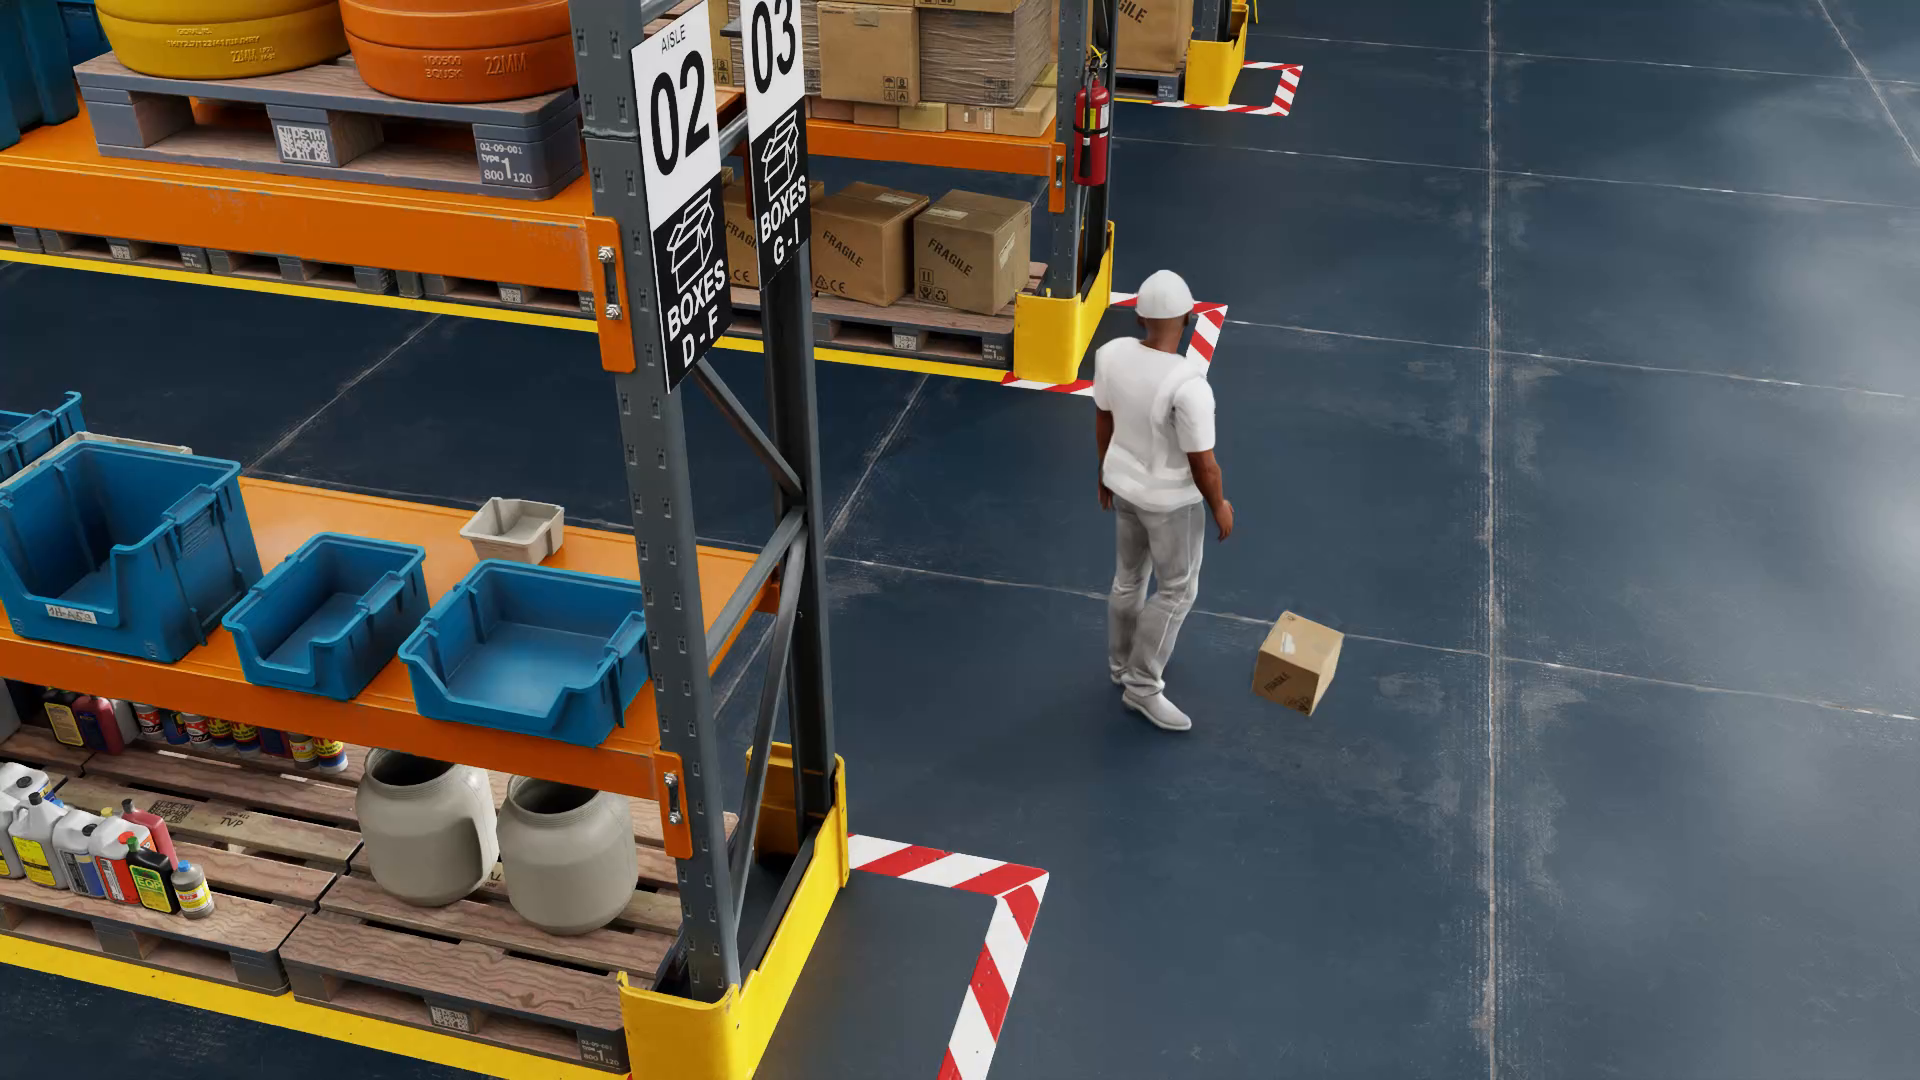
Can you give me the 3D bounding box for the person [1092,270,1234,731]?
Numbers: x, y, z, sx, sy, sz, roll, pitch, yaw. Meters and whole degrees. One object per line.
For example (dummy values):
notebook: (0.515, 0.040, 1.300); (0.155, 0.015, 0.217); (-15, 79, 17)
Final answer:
person: (0.769, -0.162, 6.342); (0.440, 1.760, 0.703); (-21, 38, -29)
